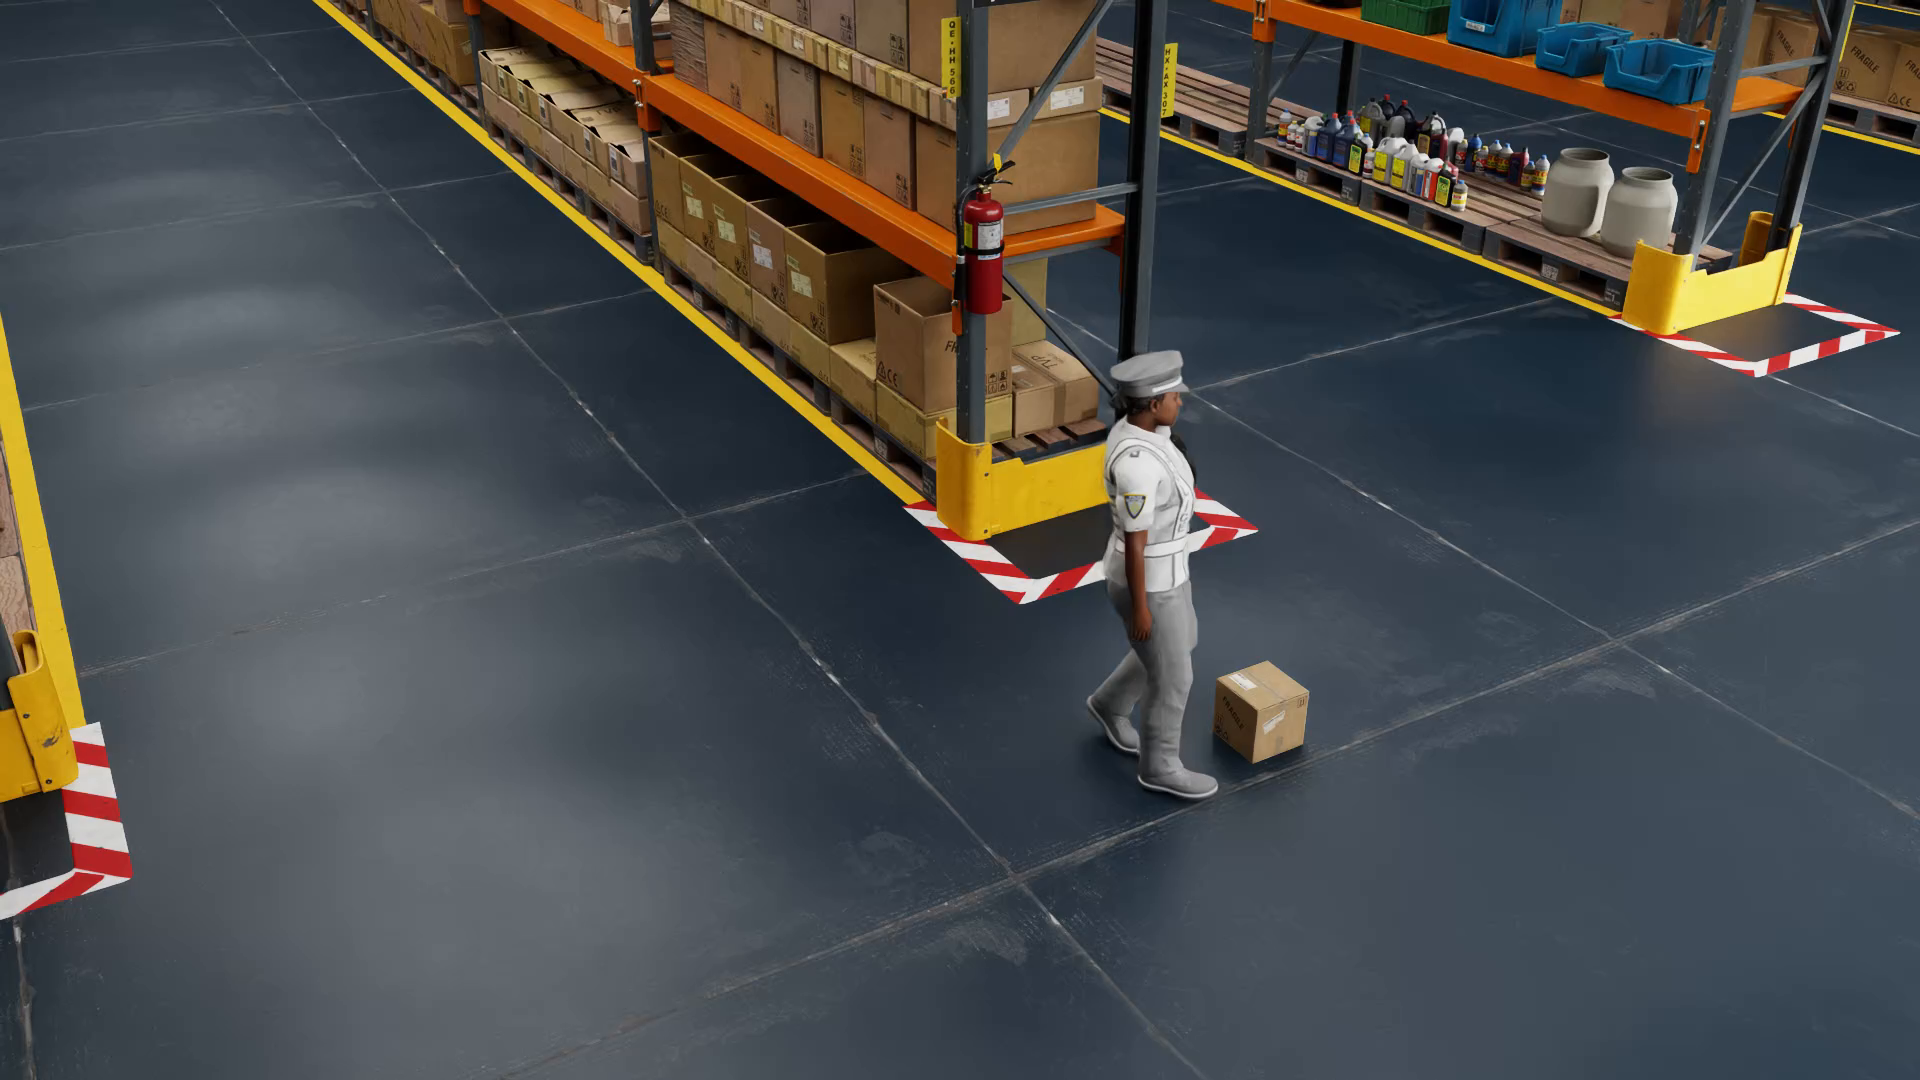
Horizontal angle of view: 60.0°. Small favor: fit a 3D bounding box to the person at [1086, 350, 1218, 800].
[{"bbox_3d":[0.716,0.128,5.896,0.512,1.659,0.476,4,29,6],"label":"person"}]
